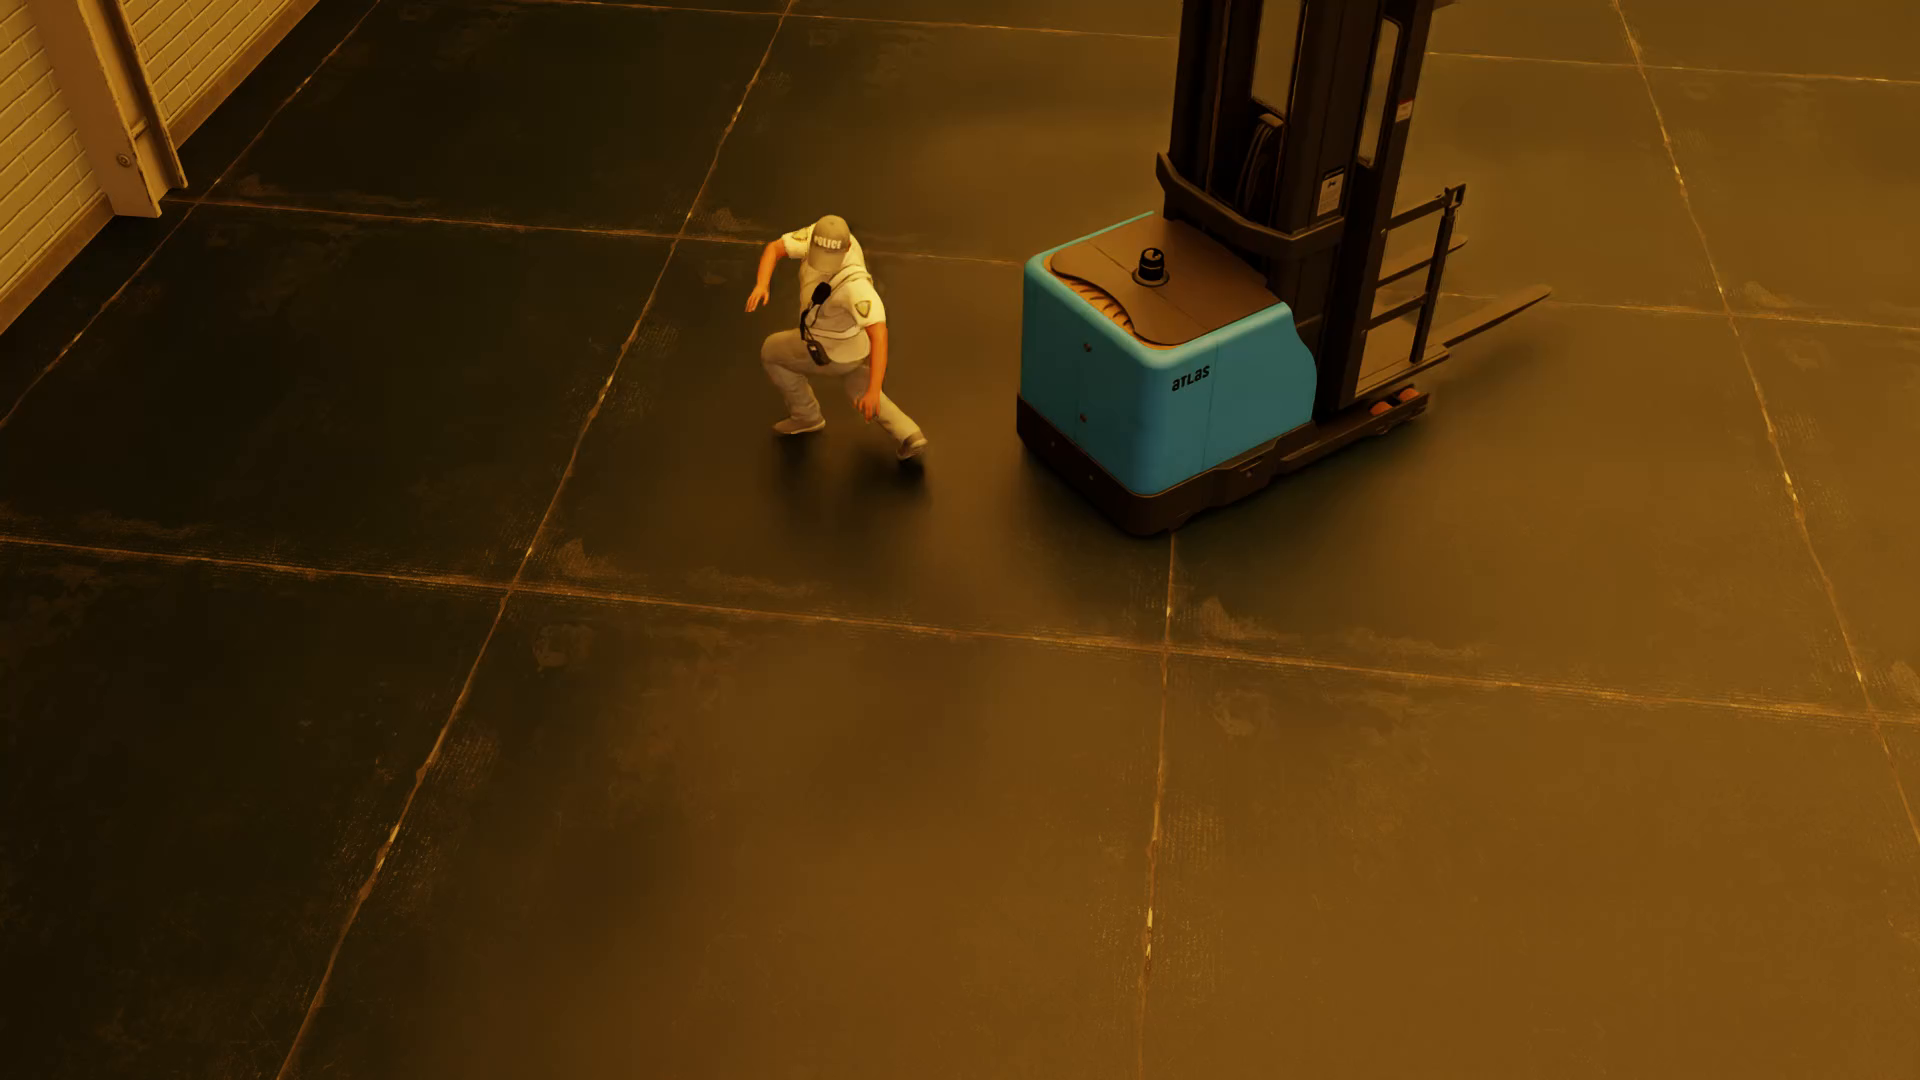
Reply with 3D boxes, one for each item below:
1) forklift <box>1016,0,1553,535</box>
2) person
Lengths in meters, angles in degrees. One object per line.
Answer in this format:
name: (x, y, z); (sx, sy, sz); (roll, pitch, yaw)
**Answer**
forklift: (1.788, -1.889, 7.780); (3.031, 2.935, 1.130); (-25, 48, -25)
person: (-0.588, -0.915, 7.902); (0.928, 1.440, 0.699); (14, 44, 15)
